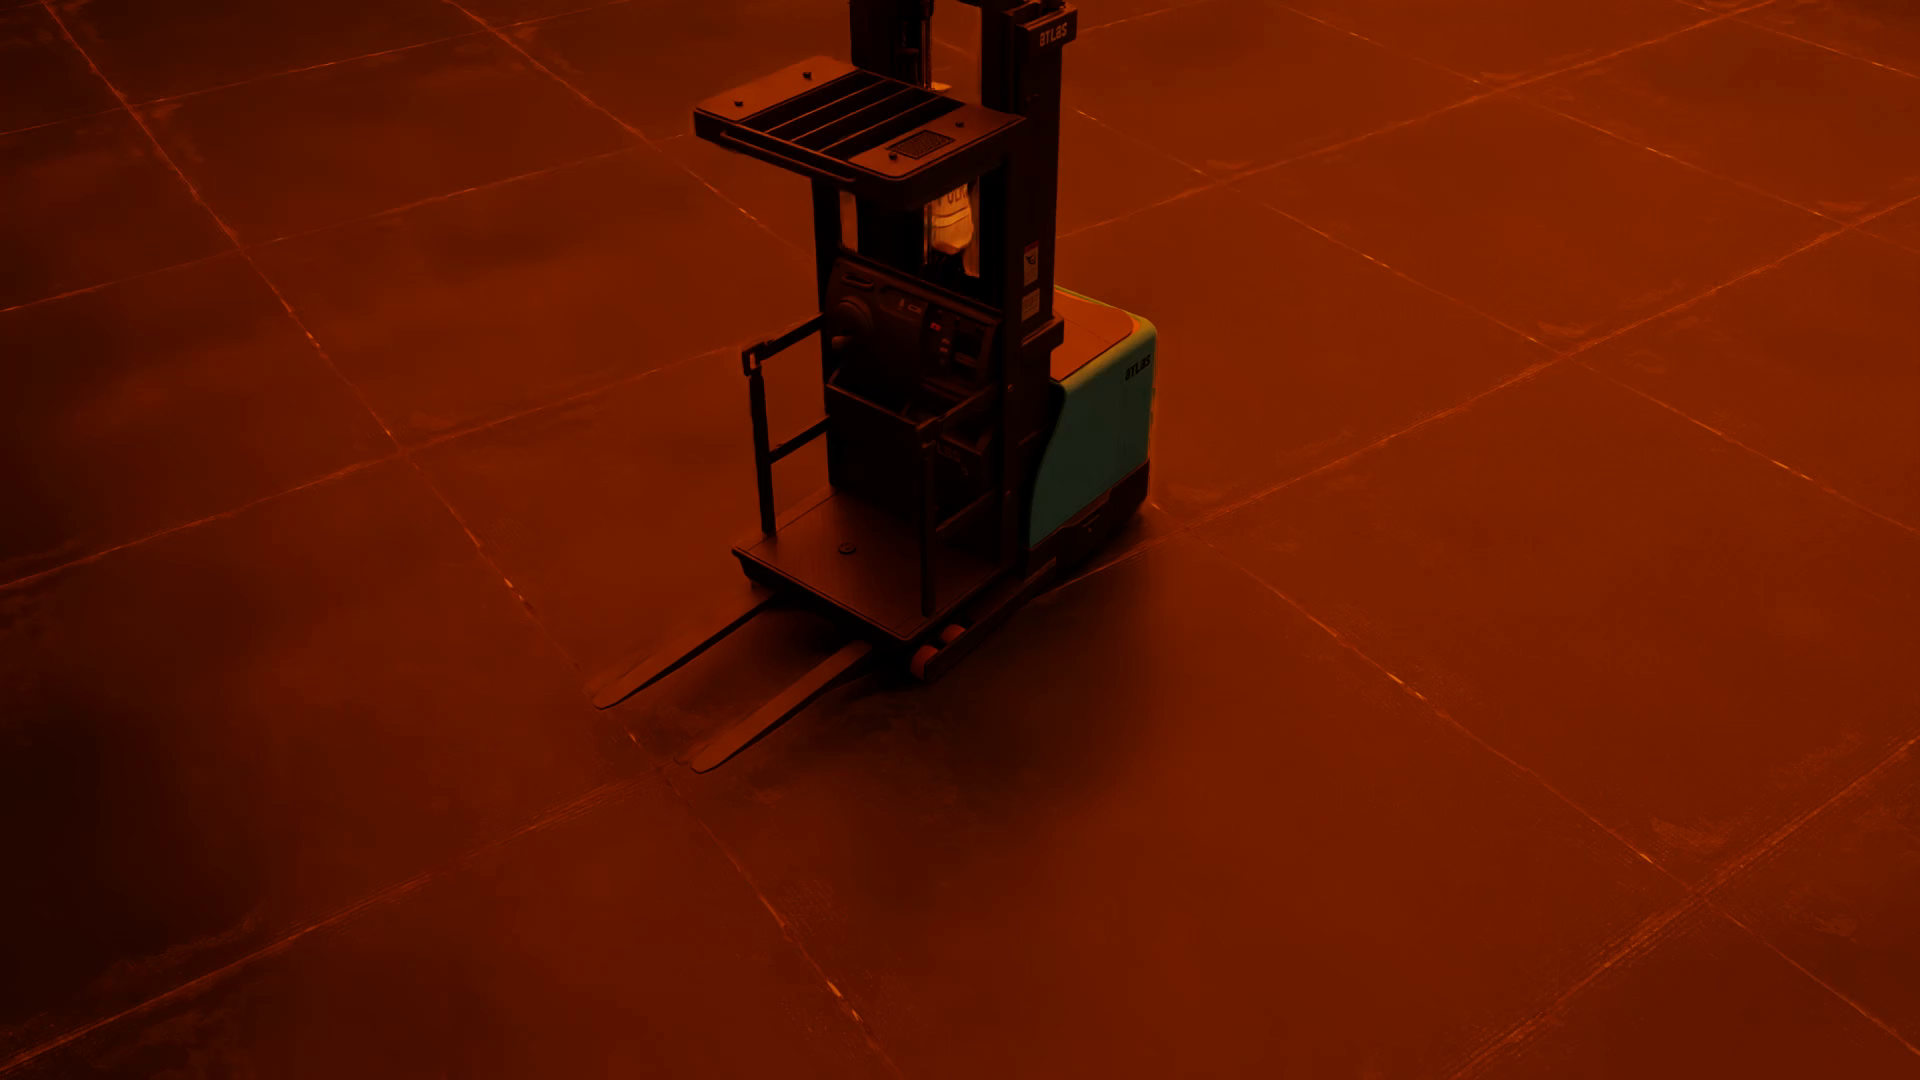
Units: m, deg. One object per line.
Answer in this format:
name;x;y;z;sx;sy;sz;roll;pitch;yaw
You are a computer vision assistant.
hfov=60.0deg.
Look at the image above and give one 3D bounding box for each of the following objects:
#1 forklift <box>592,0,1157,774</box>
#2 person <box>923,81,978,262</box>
forklift;-0.355;-0.872;7.124;1.130;2.935;3.031;26;44;31
person;-0.152;-1.675;9.237;0.406;1.716;0.873;22;42;27
